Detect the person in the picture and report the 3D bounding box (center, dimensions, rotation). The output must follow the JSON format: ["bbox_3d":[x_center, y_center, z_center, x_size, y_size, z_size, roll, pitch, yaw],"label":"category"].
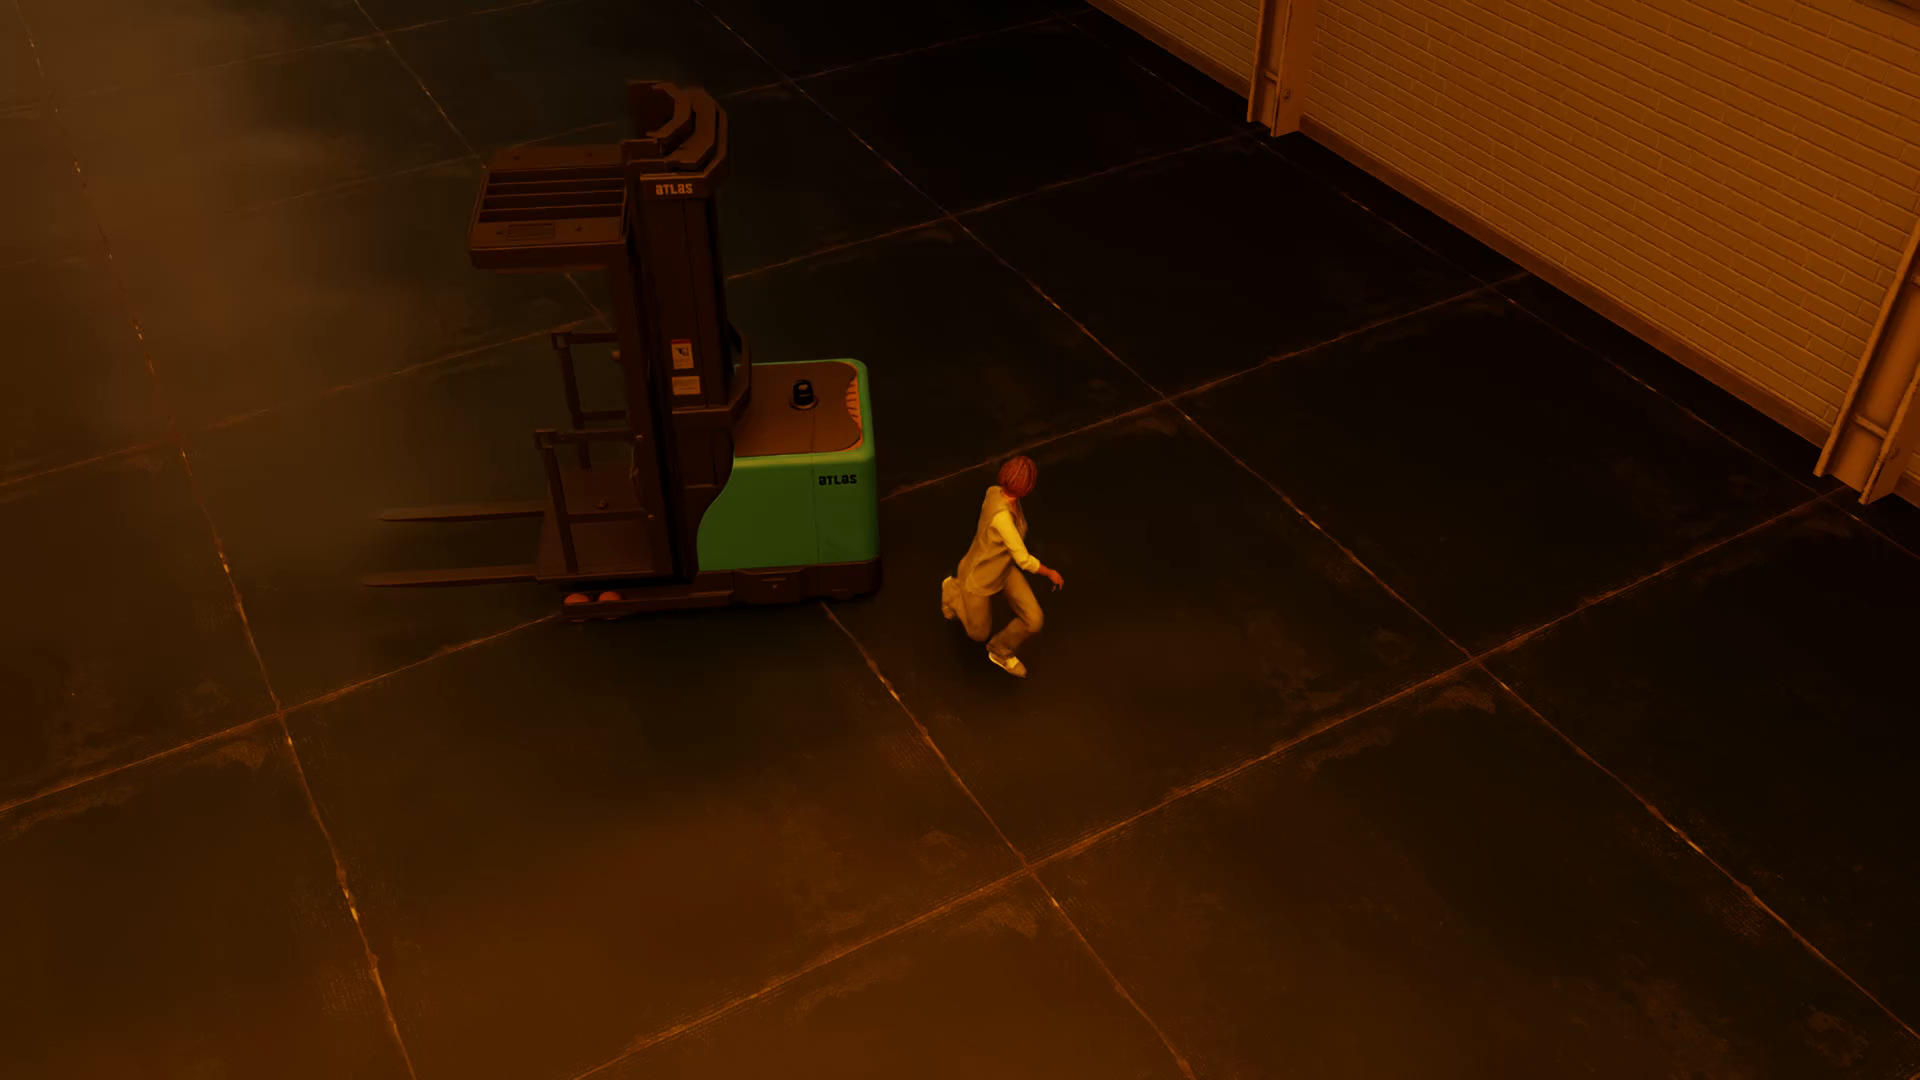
[{"bbox_3d":[0.205,0.106,9.158,0.809,1.385,0.539,25,46,27],"label":"person"}]

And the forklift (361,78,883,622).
[{"bbox_3d":[-2.009,-1.004,9.247,3.031,2.935,1.130,-4,40,-4],"label":"forklift"}]
